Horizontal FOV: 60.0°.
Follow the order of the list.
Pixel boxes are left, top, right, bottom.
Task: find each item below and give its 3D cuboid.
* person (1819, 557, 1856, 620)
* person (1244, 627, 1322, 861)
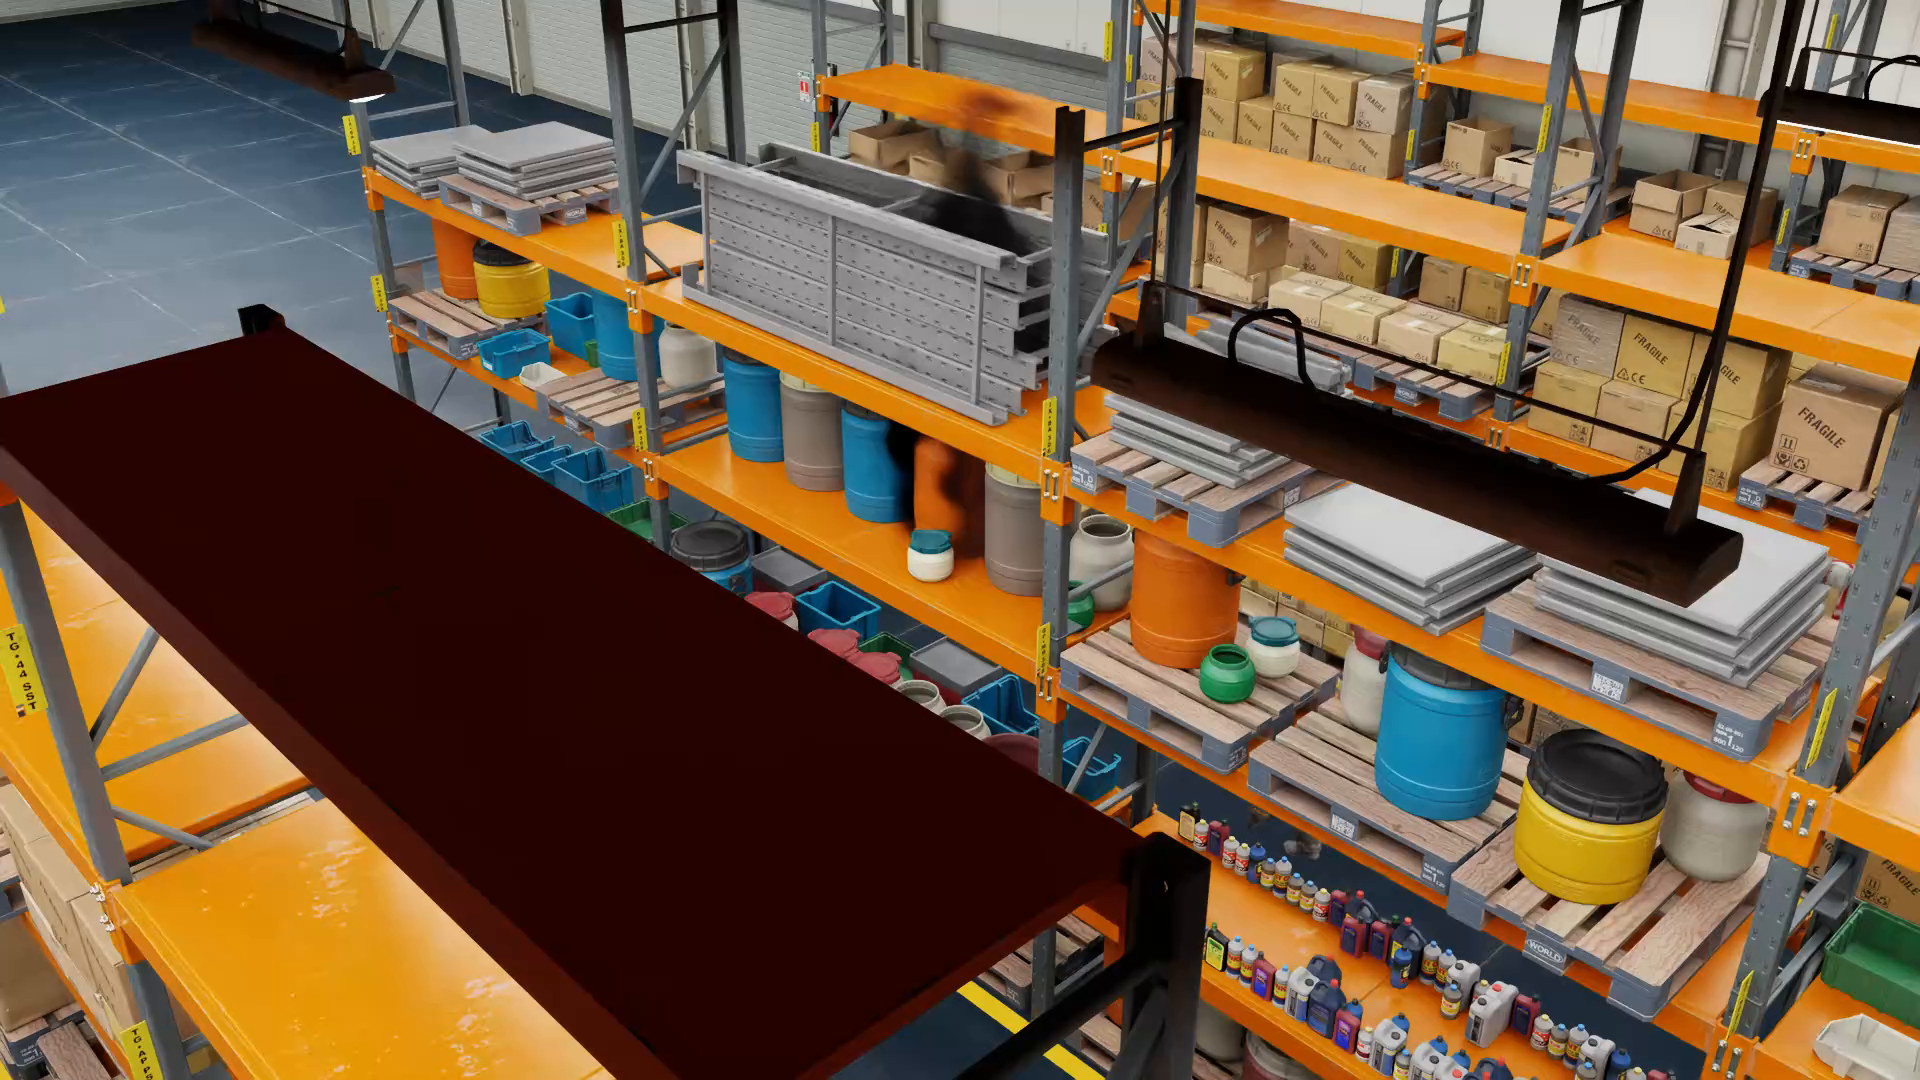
[{"bbox_3d":[7.193,0.659,13.722,0.867,1.788,0.656,23,36,37],"label":"person"},{"bbox_3d":[2.264,1.460,11.787,0.649,1.840,0.904,-25,37,-38],"label":"person"}]
